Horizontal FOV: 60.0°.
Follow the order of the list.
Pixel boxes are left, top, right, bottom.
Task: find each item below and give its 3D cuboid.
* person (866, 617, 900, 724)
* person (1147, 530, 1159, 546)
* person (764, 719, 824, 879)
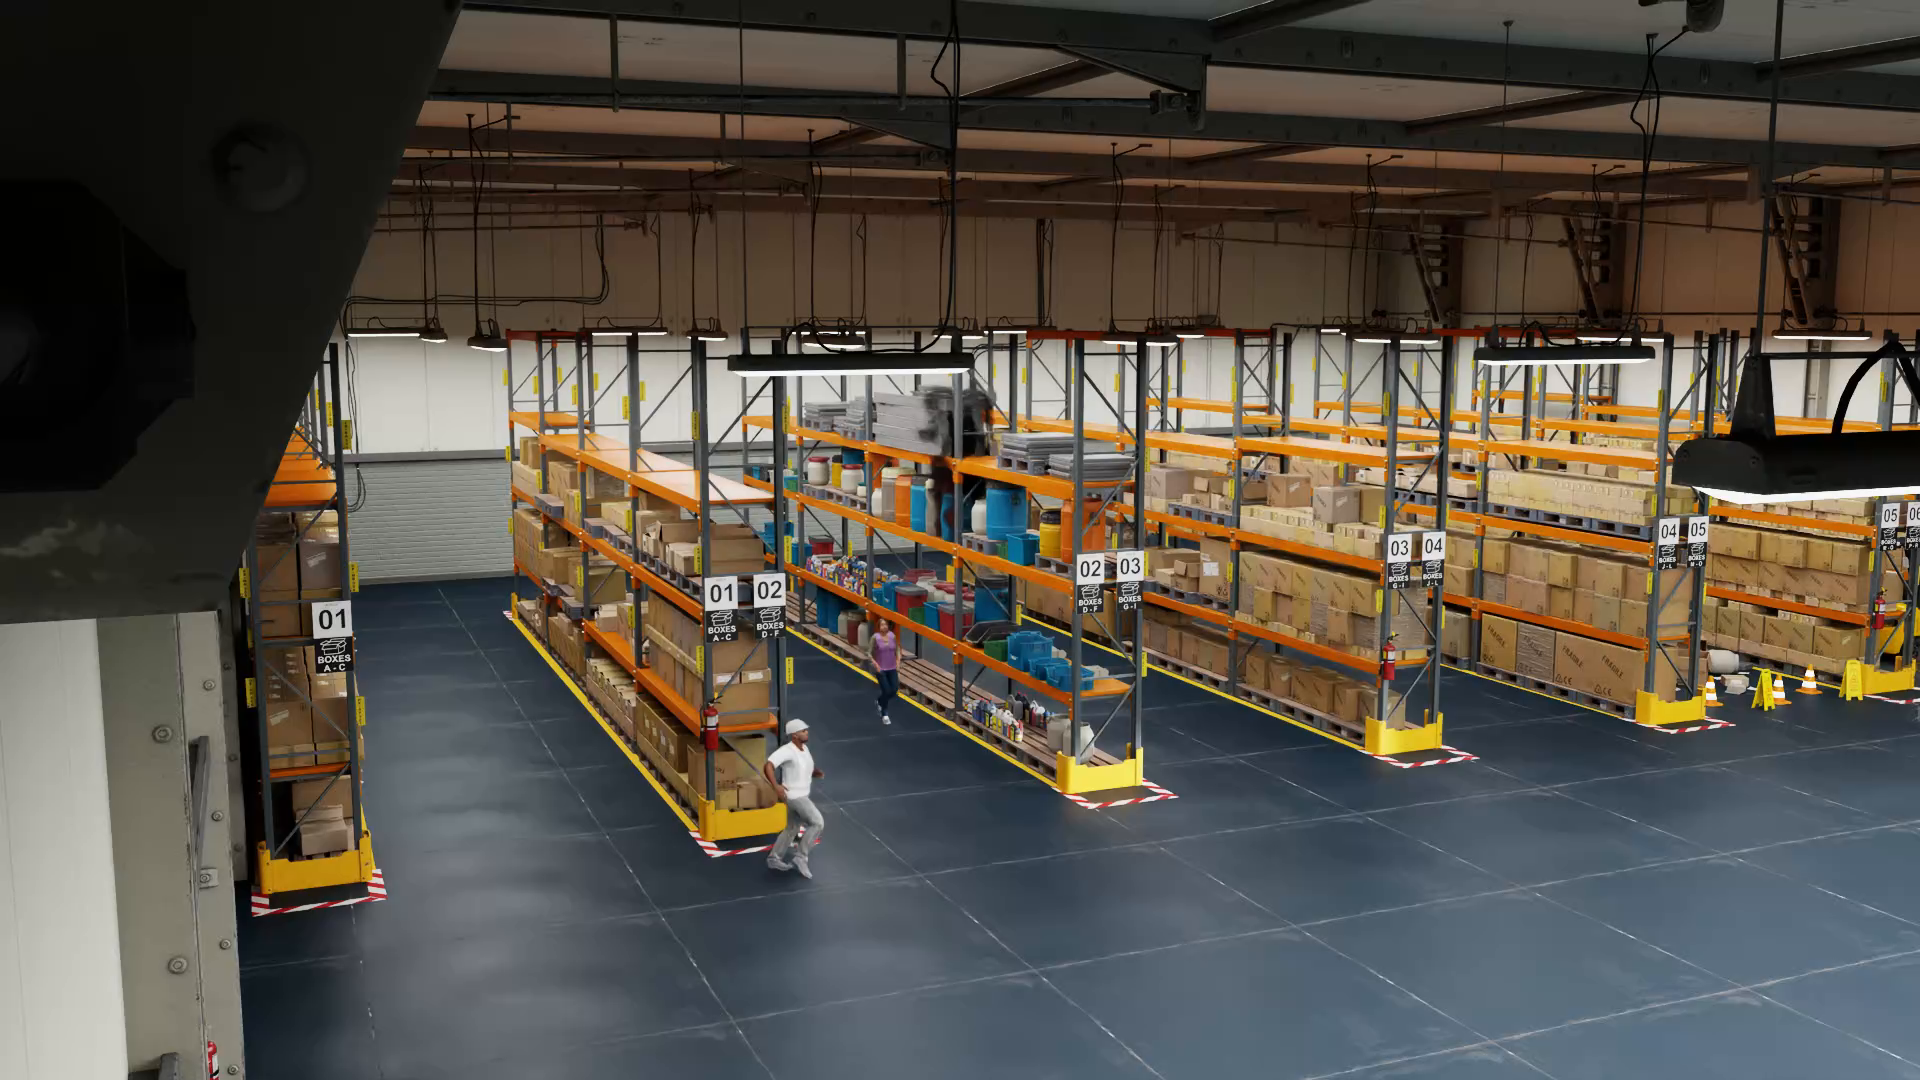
[{"bbox_3d":[-1.123,1.924,24.677,0.537,1.577,0.465,-3,8,-23],"label":"person"},{"bbox_3d":[4.903,-0.221,42.044,0.646,1.721,0.802,3,8,21],"label":"person"},{"bbox_3d":[-1.860,2.909,18.882,0.678,1.769,0.695,0,8,4],"label":"person"}]
